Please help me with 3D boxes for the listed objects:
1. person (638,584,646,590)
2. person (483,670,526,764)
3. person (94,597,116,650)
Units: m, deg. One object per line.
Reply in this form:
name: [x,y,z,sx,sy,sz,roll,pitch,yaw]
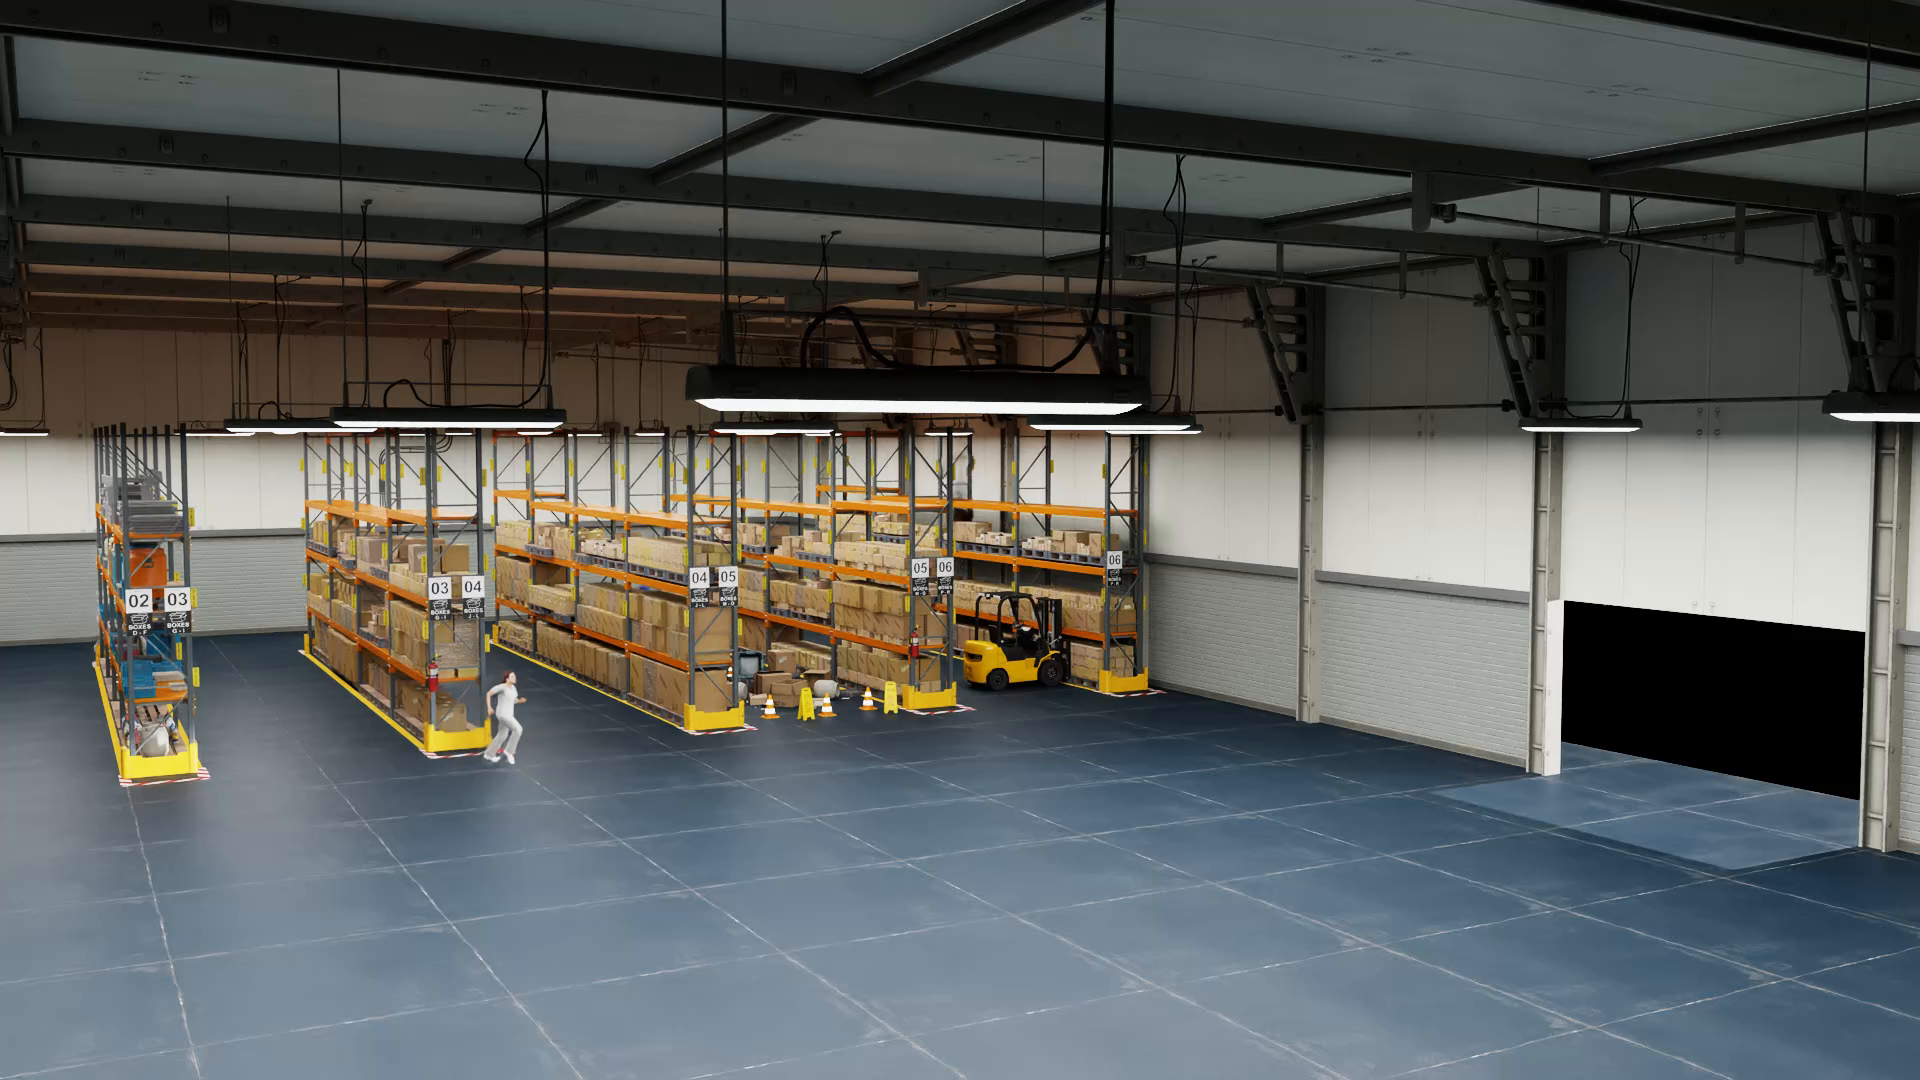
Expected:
person: [-9.547,1.885,50.079,0.665,1.613,0.571,-1,4,-19]
person: [-8.022,3.115,29.265,0.797,1.651,0.591,1,4,12]
person: [-22.670,2.171,44.371,0.825,1.833,0.627,-1,4,-16]
